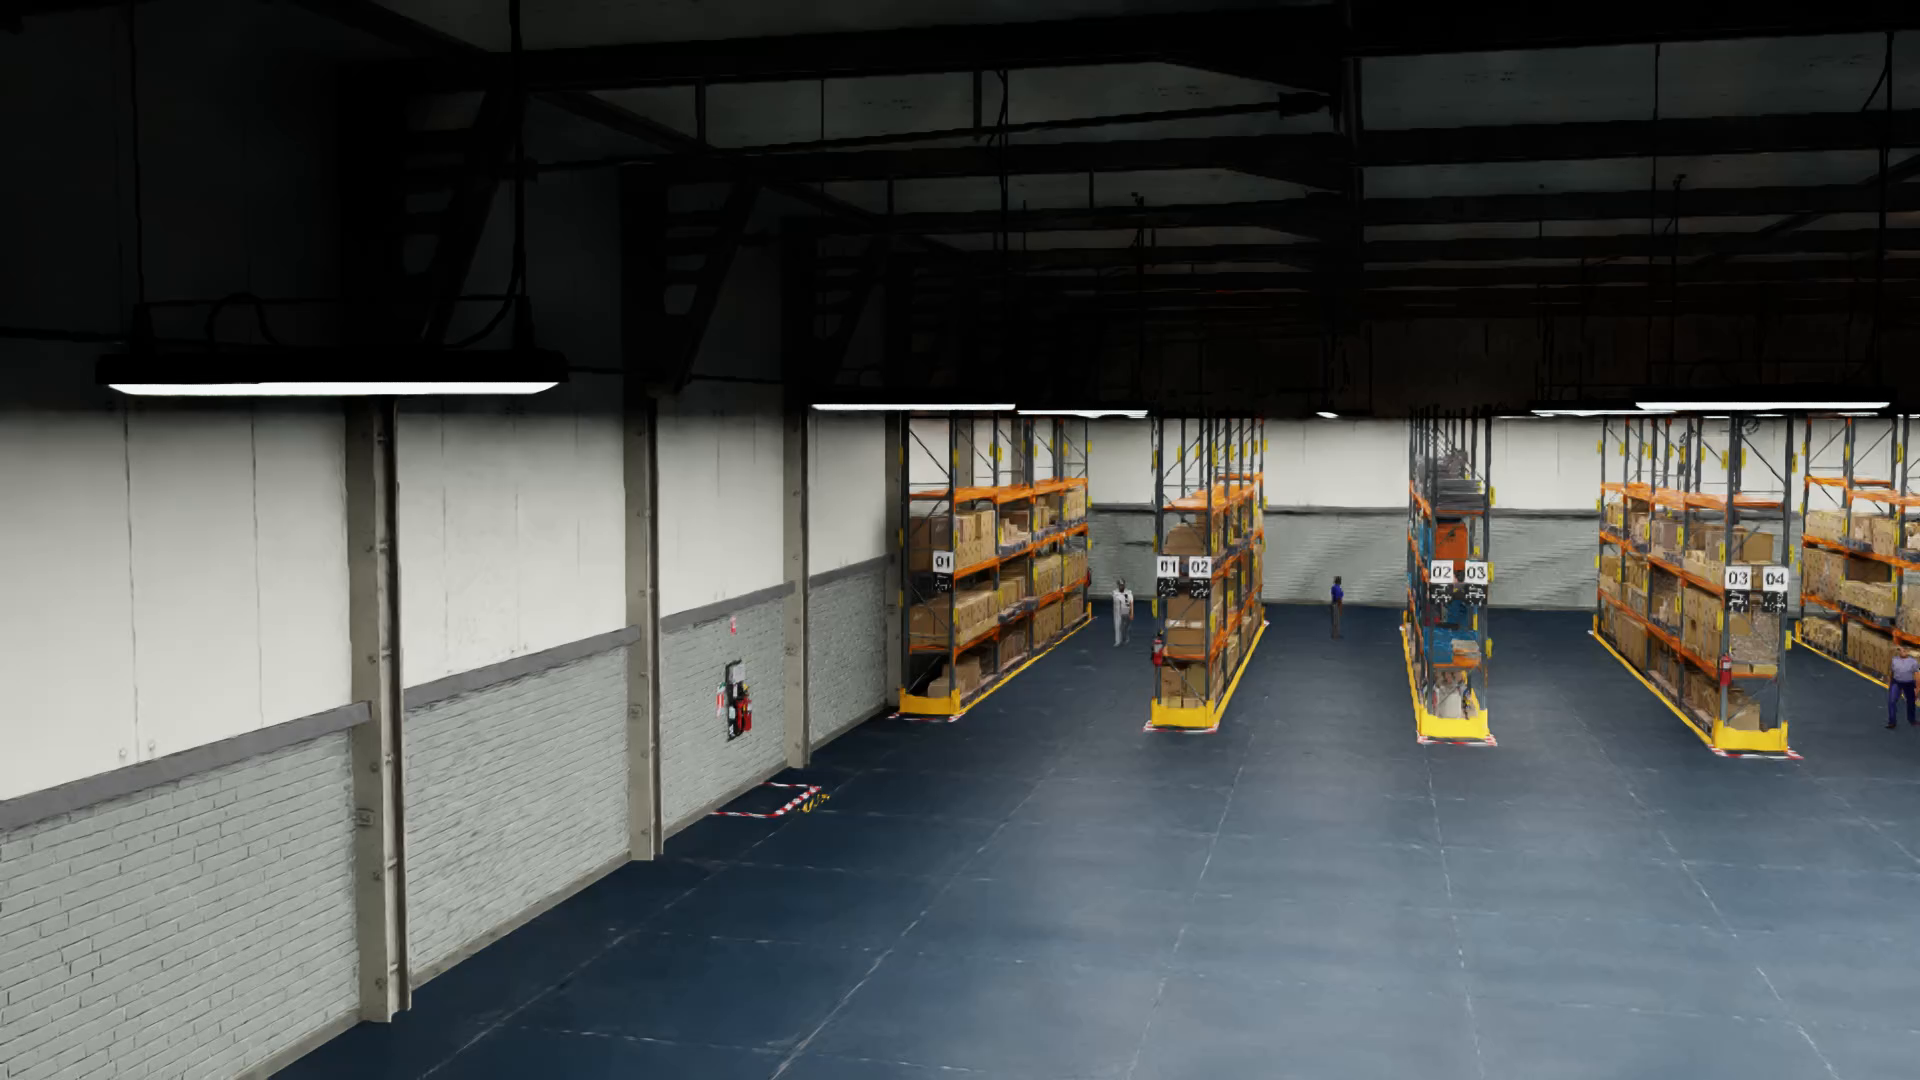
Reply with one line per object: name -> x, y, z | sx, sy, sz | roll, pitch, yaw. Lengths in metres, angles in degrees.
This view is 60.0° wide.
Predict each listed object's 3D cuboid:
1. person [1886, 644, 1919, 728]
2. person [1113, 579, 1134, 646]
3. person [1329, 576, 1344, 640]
person -> 17.603, 2.707, 30.990 | 0.531, 1.583, 0.944 | 3, 5, 35
person -> 4.146, 1.829, 42.292 | 0.556, 1.712, 1.040 | 1, 4, 13
person -> 9.888, 1.759, 43.521 | 0.441, 1.666, 0.552 | -1, 4, -7
